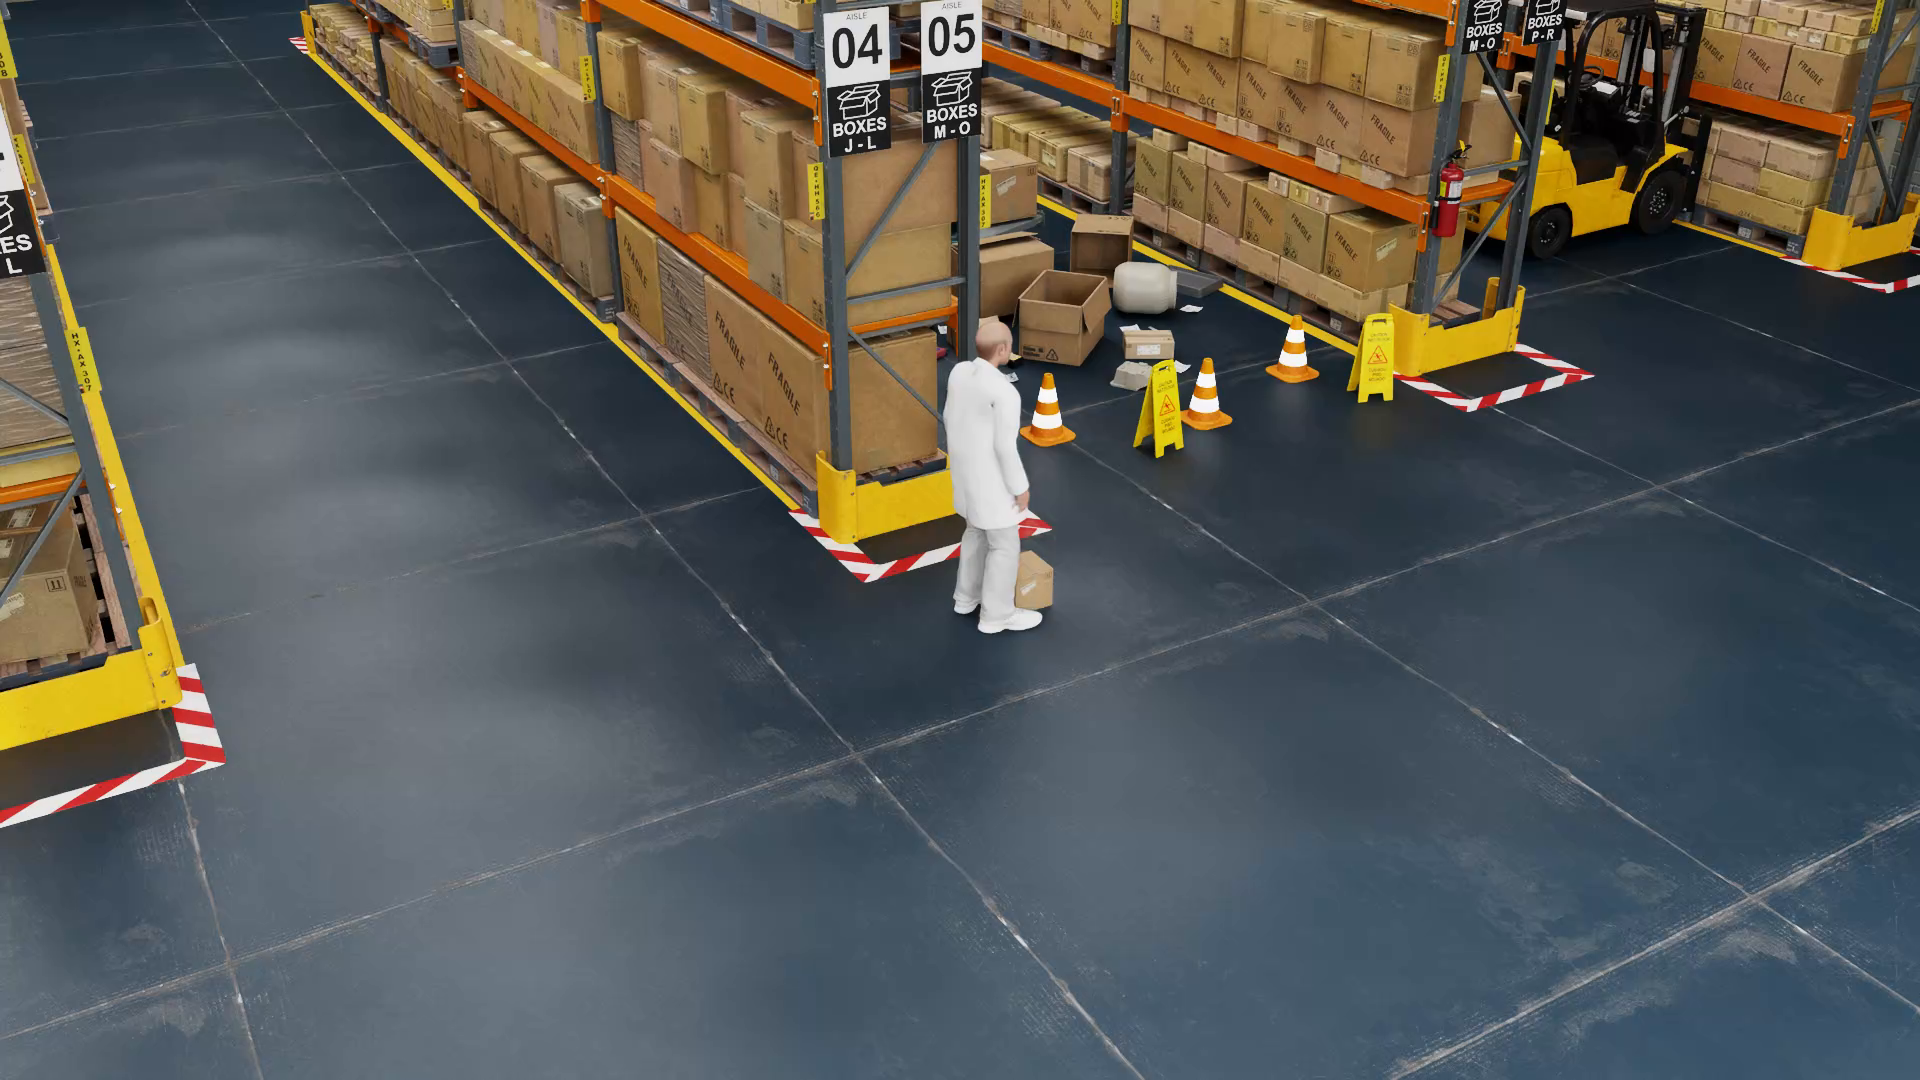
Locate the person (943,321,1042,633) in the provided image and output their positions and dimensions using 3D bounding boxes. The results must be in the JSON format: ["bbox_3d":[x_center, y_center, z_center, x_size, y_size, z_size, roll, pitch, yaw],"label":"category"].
[{"bbox_3d":[0.153,-0.357,9.254,0.422,1.760,0.653,-18,33,-29],"label":"person"}]
